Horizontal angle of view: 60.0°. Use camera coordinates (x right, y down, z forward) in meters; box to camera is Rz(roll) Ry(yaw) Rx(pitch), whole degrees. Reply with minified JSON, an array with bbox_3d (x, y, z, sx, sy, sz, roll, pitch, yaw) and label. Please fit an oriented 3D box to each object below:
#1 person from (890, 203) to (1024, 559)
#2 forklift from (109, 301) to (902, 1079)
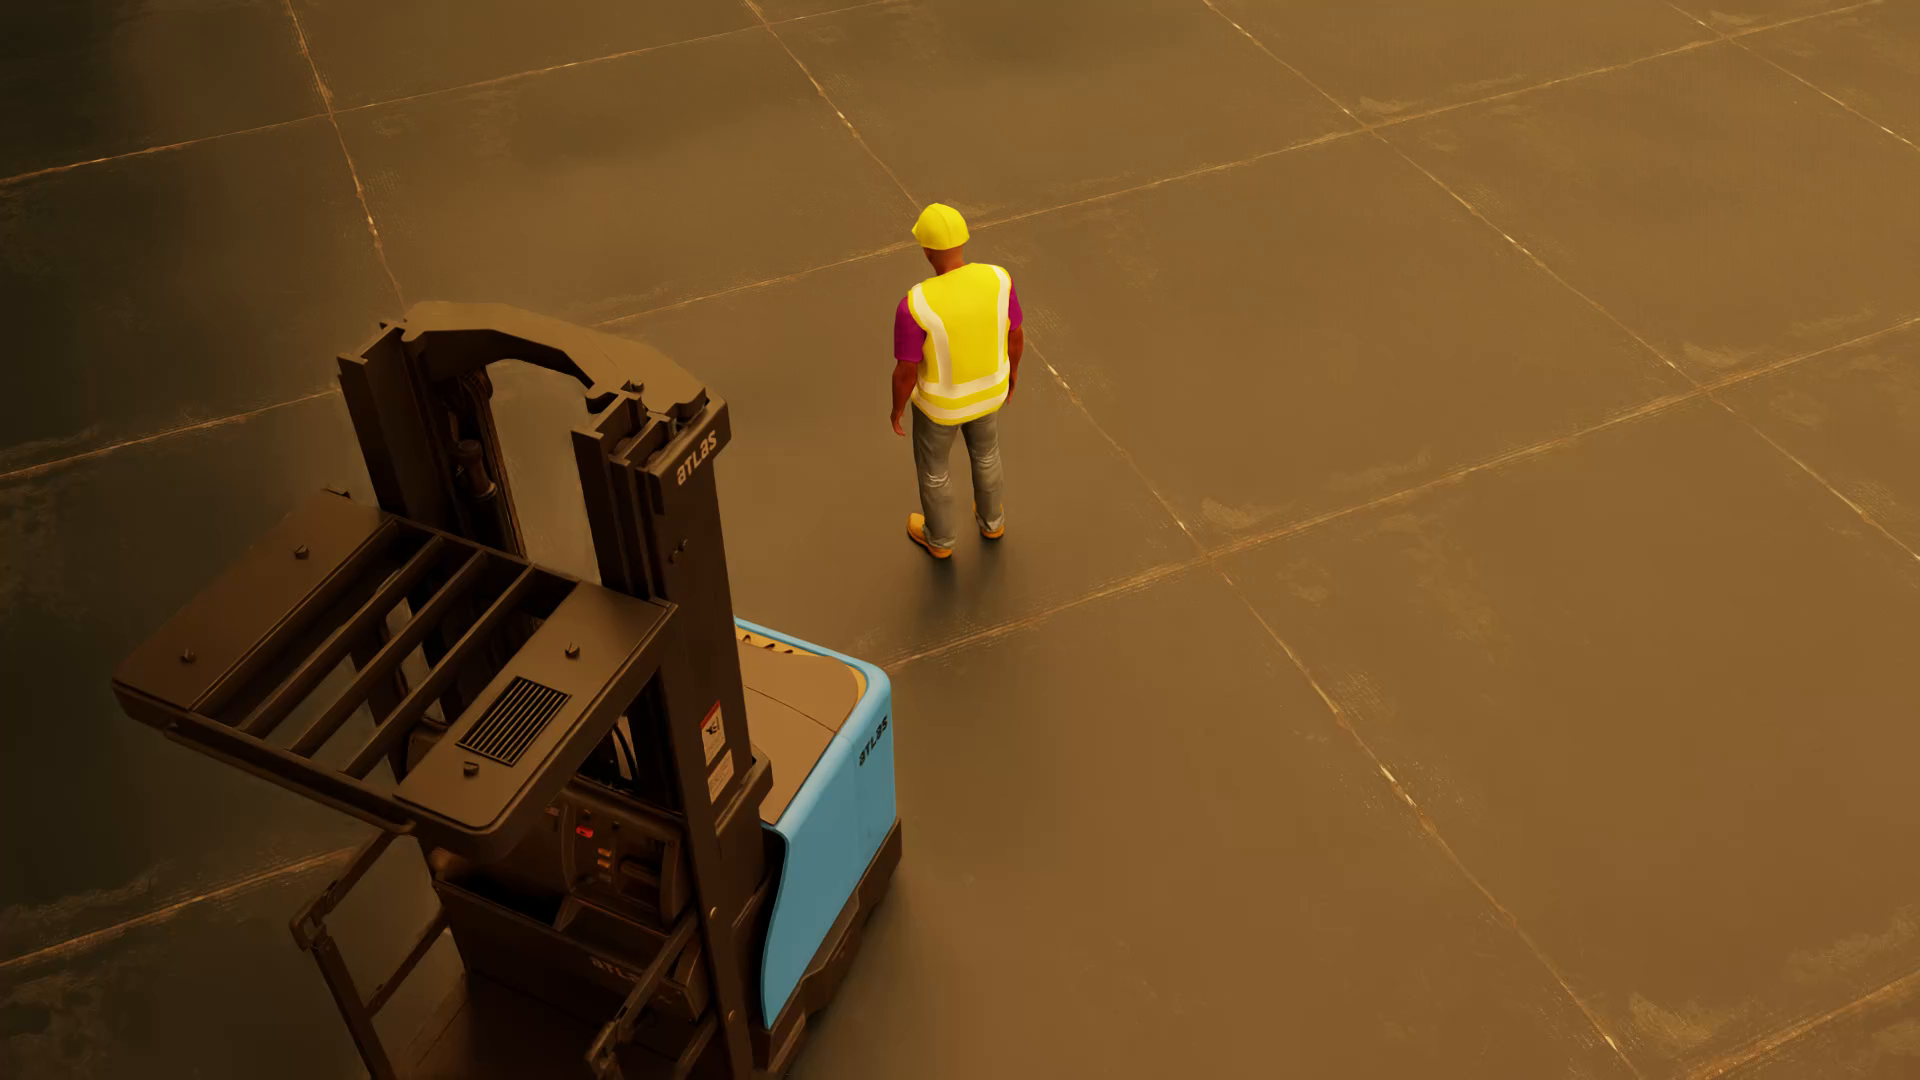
[{"bbox_3d":[-0.024,-0.664,7.253,0.626,1.760,0.460,-19,46,-19],"label":"person"},{"bbox_3d":[-1.298,0.943,4.670,1.130,2.935,3.031,17,46,18],"label":"forklift"}]
